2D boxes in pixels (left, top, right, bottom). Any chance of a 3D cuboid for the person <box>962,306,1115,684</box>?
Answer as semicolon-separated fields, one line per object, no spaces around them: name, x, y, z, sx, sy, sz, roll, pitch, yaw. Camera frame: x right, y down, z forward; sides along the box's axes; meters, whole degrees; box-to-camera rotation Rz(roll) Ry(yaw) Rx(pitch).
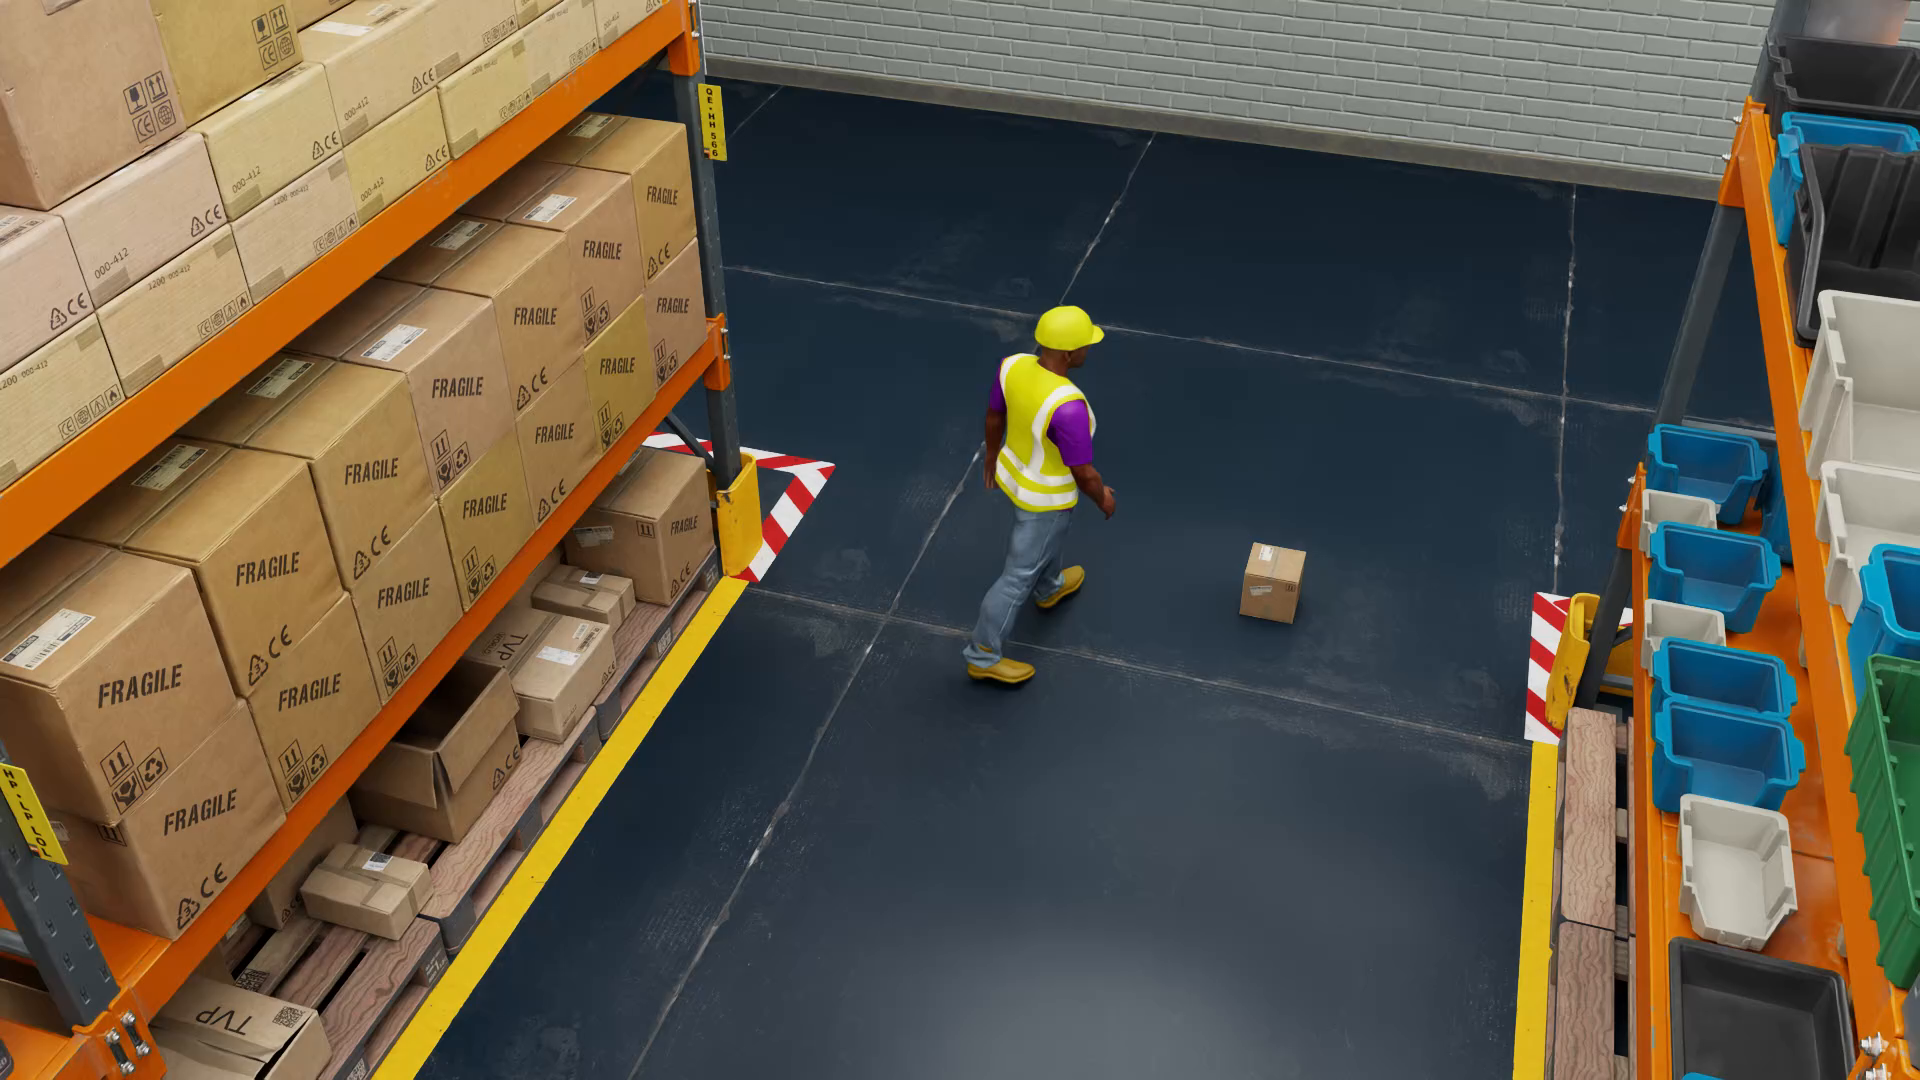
person;-0.487;4.166;1.338;8.305;1.721;13.402;-15;39;-19
